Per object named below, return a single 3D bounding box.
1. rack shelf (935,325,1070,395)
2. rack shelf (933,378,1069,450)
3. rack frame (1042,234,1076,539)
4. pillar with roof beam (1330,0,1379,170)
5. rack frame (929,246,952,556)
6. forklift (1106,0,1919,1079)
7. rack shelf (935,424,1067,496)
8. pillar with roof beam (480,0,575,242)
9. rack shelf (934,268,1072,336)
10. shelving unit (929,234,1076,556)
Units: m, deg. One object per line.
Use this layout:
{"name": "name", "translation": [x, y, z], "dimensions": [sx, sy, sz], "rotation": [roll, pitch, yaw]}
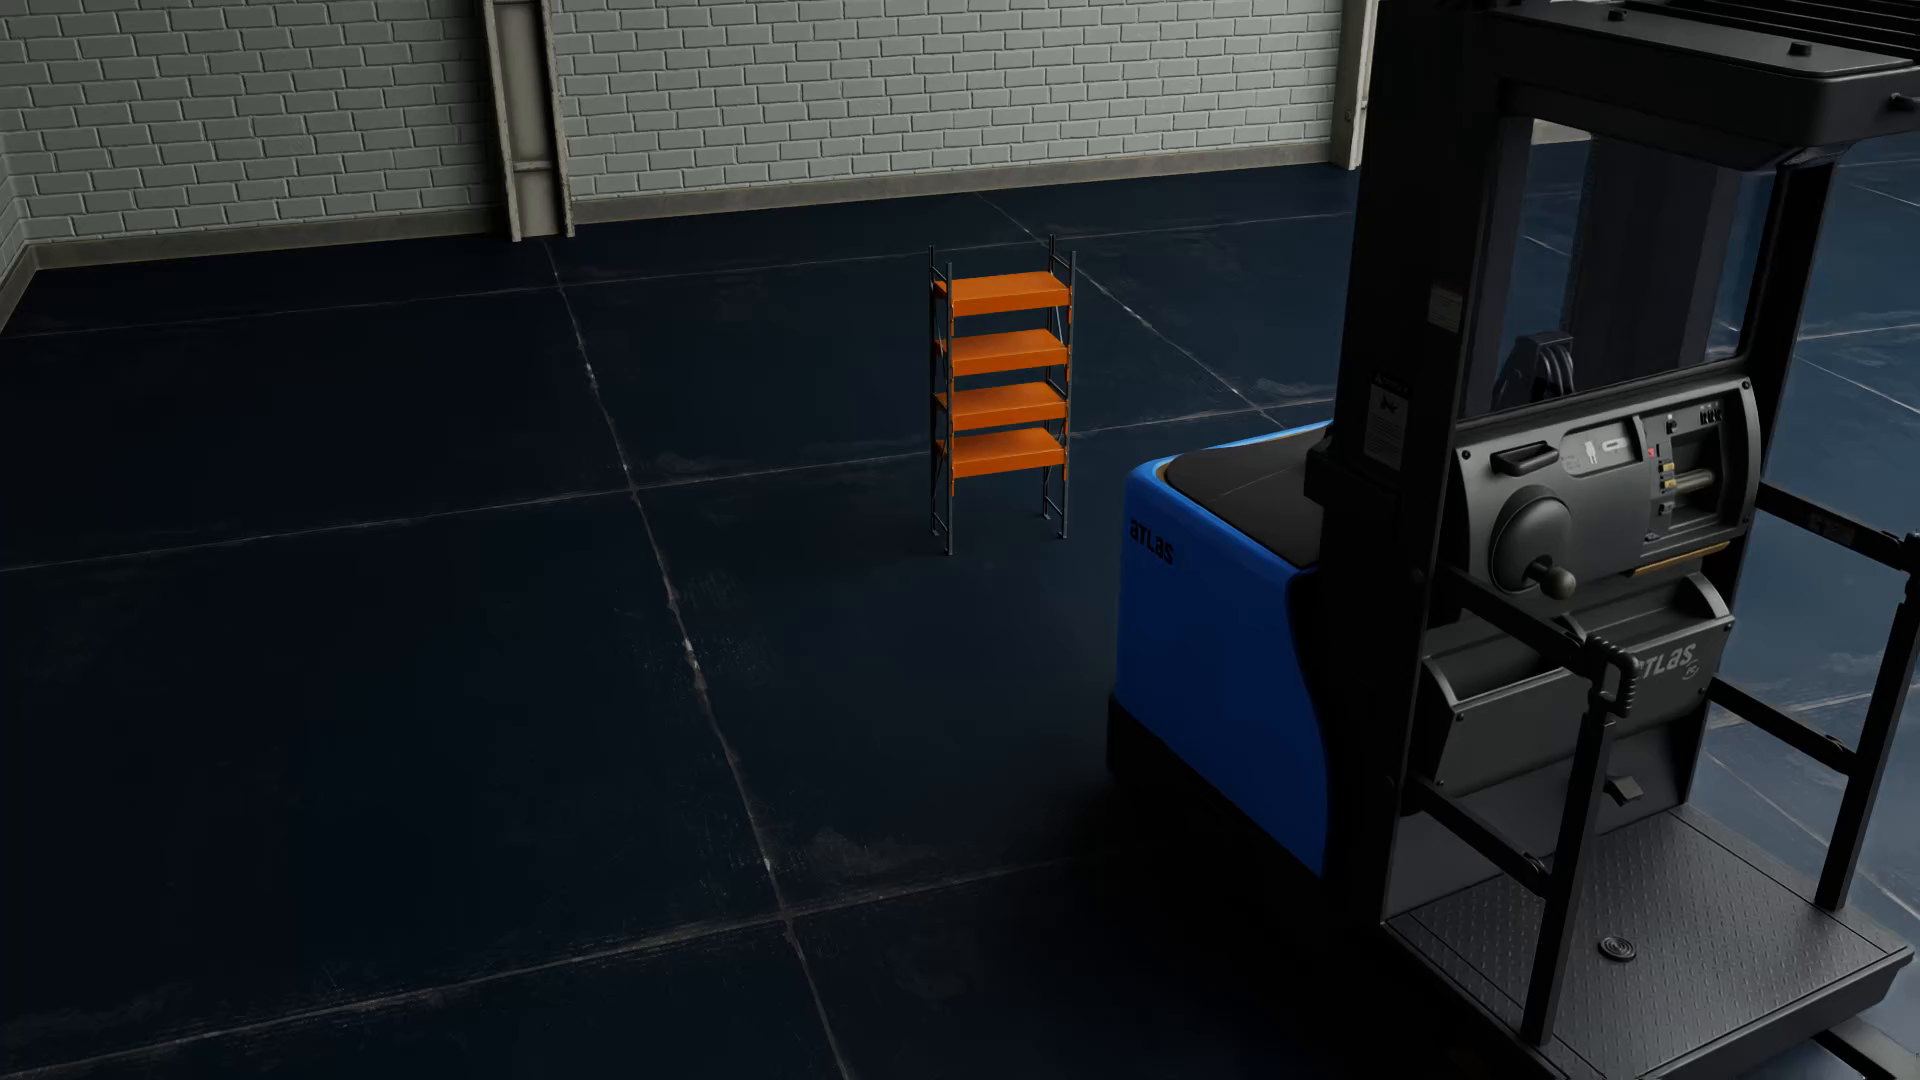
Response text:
{"name": "rack shelf", "translation": [0.157, -0.700, 6.460], "dimensions": [0.480, 0.148, 0.258], "rotation": [-8, 28, -16]}
{"name": "rack shelf", "translation": [0.157, -0.500, 6.559], "dimensions": [0.480, 0.148, 0.258], "rotation": [-8, 28, -16]}
{"name": "rack frame", "translation": [0.389, -0.594, 6.597], "dimensions": [0.015, 1.200, 0.240], "rotation": [-8, 28, -16]}
{"name": "pillar with roof beam", "translation": [4.331, -5.024, 6.750], "dimensions": [0.400, 9.000, 9.100], "rotation": [-8, 28, -16]}
{"name": "rack frame", "translation": [-0.075, -0.527, 6.461], "dimensions": [0.015, 1.200, 0.240], "rotation": [-8, 28, -16]}
{"name": "forklift", "translation": [1.593, -0.089, 3.633], "dimensions": [1.130, 2.935, 3.031], "rotation": [-13, 29, -25]}
{"name": "rack shelf", "translation": [0.157, -0.322, 6.647], "dimensions": [0.480, 0.148, 0.258], "rotation": [-8, 28, -16]}
{"name": "pillar with roof beam", "translation": [-1.374, -4.198, 5.086], "dimensions": [0.400, 9.000, 9.100], "rotation": [-8, 28, -16]}
{"name": "rack shelf", "translation": [0.157, -0.912, 6.354], "dimensions": [0.480, 0.148, 0.258], "rotation": [-8, 28, -16]}
{"name": "shelving unit", "translation": [0.157, -0.560, 6.529], "dimensions": [0.503, 1.200, 0.258], "rotation": [-8, 28, -16]}
